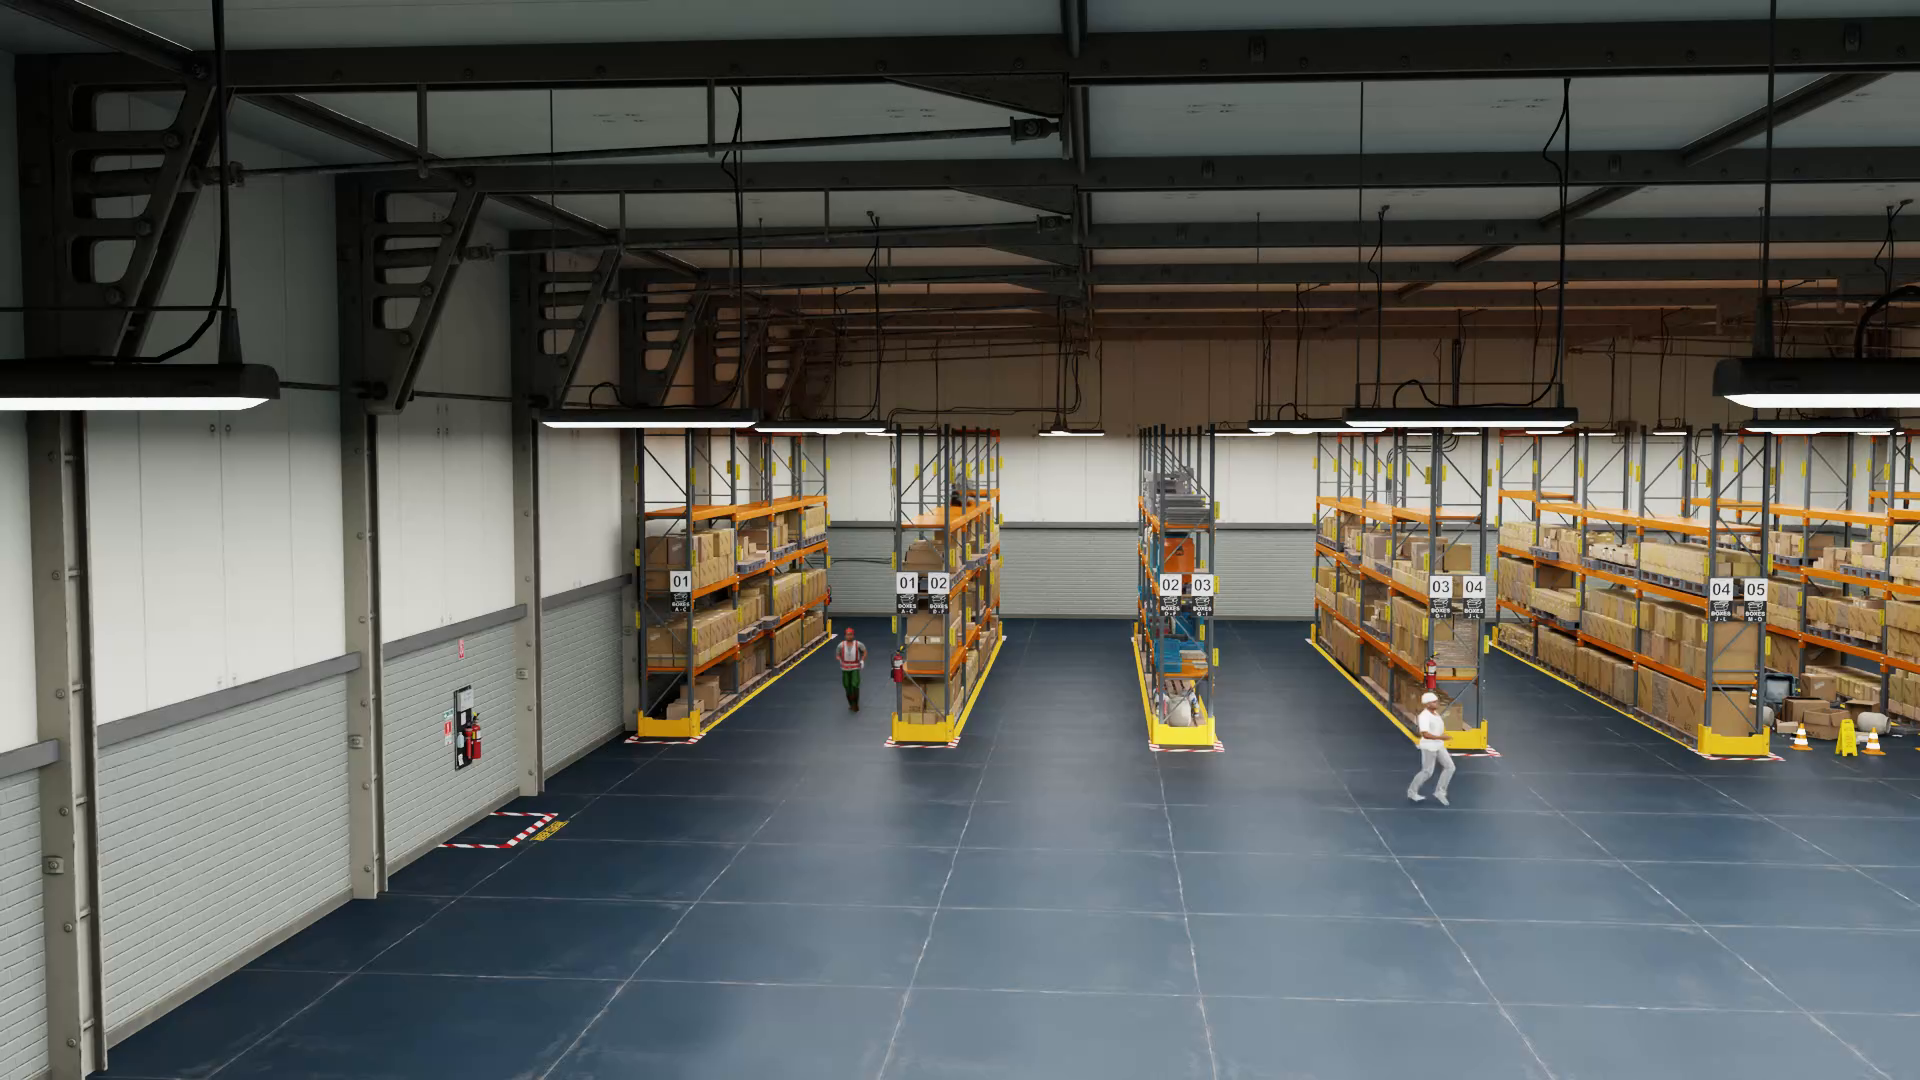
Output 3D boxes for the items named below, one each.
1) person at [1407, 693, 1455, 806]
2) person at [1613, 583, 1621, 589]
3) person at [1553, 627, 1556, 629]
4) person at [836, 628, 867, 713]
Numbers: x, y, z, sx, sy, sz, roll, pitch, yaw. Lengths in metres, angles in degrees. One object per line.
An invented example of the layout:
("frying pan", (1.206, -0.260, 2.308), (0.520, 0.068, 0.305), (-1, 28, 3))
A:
("person", (7.394, 3.278, 26.048), (0.736, 1.794, 0.707), (3, 4, 38))
("person", (18.683, 2.021, 47.334), (0.561, 1.653, 0.585), (0, 3, 4))
("person", (16.745, 2.018, 46.680), (0.761, 1.733, 0.745), (-2, 4, -31))
("person", (-2.280, 2.725, 34.674), (0.628, 1.784, 0.692), (0, 3, 4))
